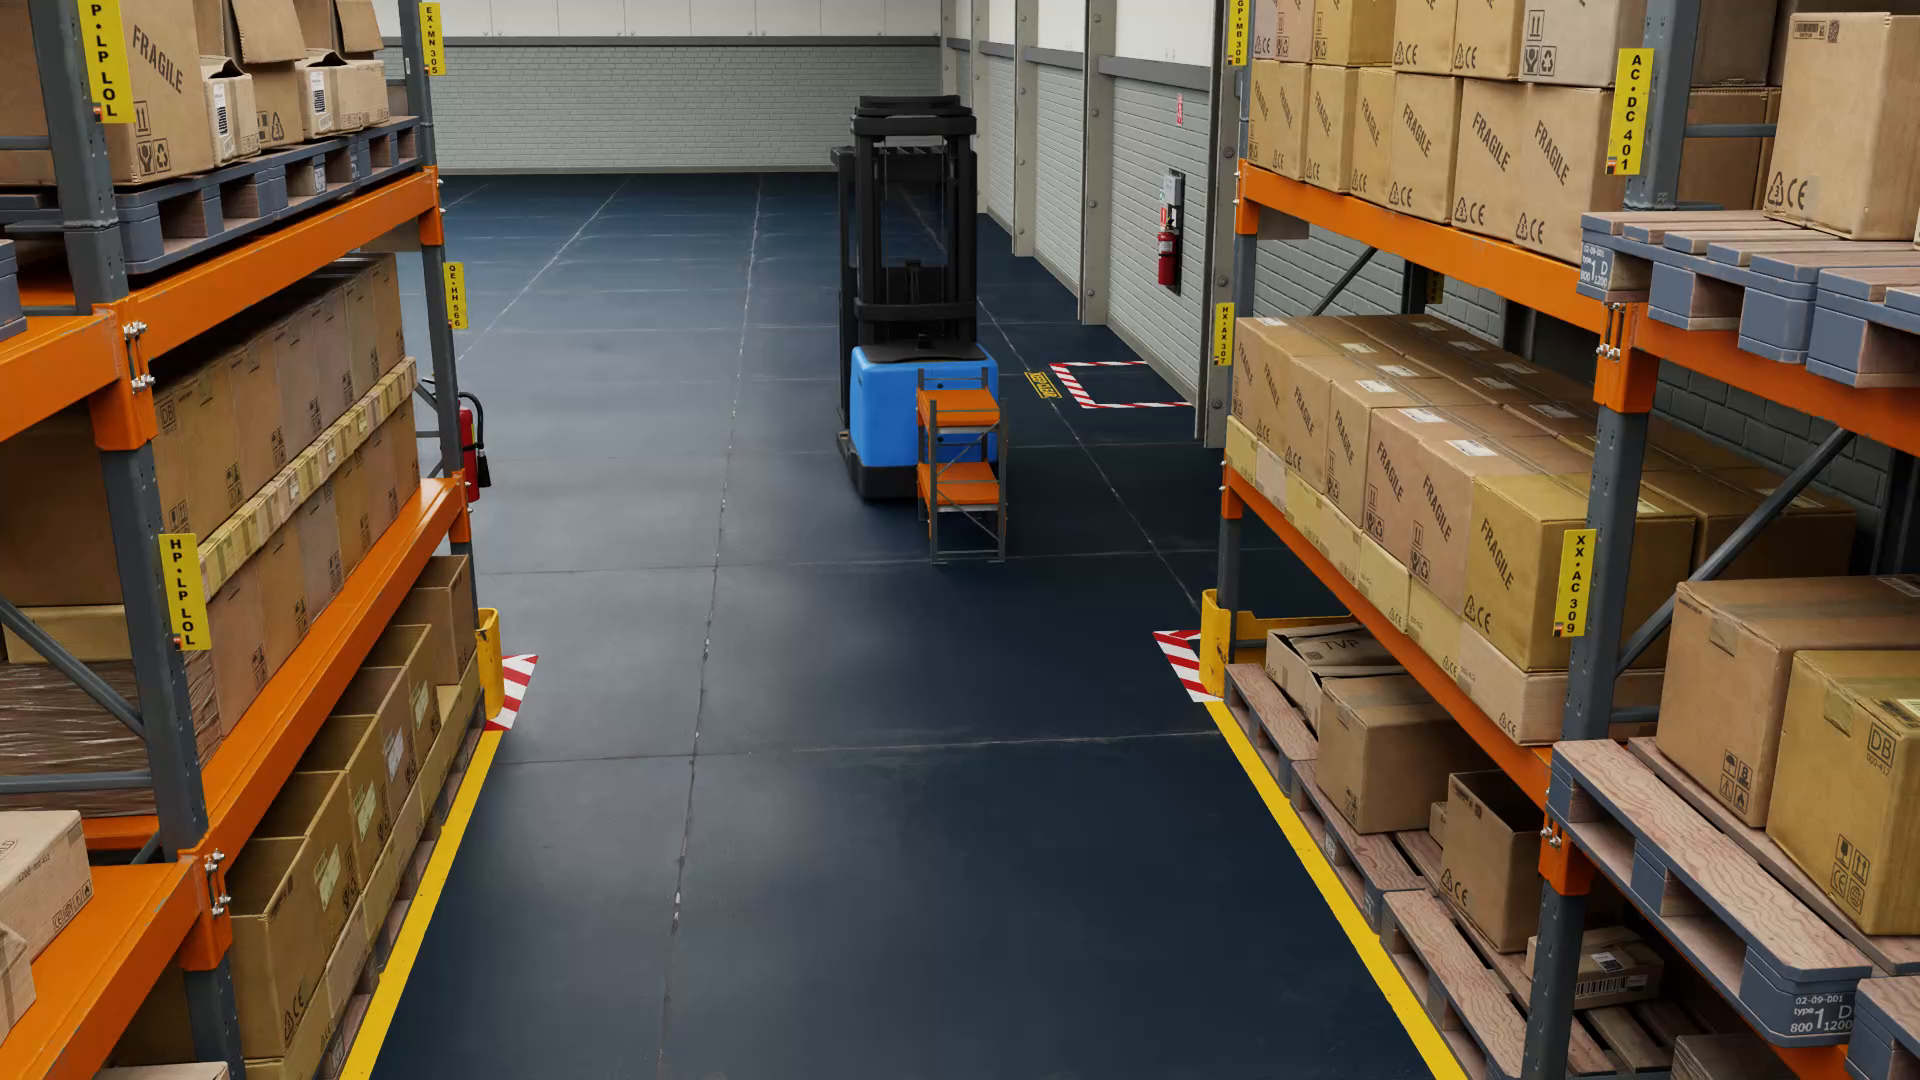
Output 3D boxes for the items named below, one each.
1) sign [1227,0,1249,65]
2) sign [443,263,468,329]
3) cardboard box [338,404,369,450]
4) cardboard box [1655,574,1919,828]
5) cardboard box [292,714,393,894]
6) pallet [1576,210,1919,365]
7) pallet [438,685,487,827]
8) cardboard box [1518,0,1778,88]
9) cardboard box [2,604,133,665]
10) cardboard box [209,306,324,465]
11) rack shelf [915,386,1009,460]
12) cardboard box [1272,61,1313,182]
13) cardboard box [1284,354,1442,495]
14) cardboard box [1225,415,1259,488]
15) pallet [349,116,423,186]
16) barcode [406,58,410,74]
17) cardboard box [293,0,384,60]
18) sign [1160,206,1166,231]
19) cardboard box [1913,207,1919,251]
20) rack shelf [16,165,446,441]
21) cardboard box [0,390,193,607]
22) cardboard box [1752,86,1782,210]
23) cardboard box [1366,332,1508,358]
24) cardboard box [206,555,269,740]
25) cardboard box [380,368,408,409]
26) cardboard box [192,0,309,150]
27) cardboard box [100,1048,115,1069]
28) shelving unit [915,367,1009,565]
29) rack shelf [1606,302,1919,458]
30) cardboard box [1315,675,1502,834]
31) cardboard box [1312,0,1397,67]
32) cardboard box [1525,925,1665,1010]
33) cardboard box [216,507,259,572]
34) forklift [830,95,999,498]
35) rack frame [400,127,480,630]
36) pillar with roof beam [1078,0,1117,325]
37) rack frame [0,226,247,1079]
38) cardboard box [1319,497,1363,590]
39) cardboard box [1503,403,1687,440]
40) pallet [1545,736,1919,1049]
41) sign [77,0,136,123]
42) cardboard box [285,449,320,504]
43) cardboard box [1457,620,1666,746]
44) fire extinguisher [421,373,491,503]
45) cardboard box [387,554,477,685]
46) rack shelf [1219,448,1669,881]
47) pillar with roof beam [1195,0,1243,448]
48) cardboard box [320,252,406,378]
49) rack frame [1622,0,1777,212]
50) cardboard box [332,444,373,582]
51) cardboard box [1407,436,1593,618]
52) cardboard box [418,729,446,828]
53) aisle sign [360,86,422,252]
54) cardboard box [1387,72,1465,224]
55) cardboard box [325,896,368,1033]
[{"bbox_3d":[1.372,-2.503,8.174,0.100,0.325,0.005,-2,18,-6],"label":"sign"},{"bbox_3d":[-2.474,-1.195,8.148,0.100,0.325,0.005,-2,18,-6],"label":"sign"},{"bbox_3d":[-2.680,-0.459,6.882,0.380,0.149,0.250,-1,17,-4],"label":"cardboard box"},{"bbox_3d":[2.343,0.415,4.445,0.700,0.500,0.500,-2,18,-5],"label":"cardboard box"},{"bbox_3d":[-2.442,0.982,6.178,0.500,0.500,0.500,-2,18,-6],"label":"cardboard box"},{"bbox_3d":[2.282,-0.634,3.995,1.213,0.211,1.003,-2,18,-6],"label":"pallet"},{"bbox_3d":[-2.895,1.040,8.013,1.003,0.211,1.213,-2,18,-6],"label":"pallet"},{"bbox_3d":[2.003,-1.586,4.844,0.500,0.500,0.500,-3,18,-10],"label":"cardboard box"},{"bbox_3d":[-2.438,0.231,4.683,0.380,0.149,0.250,-2,18,-6],"label":"cardboard box"},{"bbox_3d":[-2.810,-0.573,6.161,0.700,0.500,0.500,-2,18,-6],"label":"cardboard box"},{"bbox_3d":[0.001,-0.814,11.414,0.538,0.278,1.000,-2,18,-6],"label":"rack shelf"},{"bbox_3d":[1.717,-1.891,7.486,0.500,0.500,0.500,-1,17,-2],"label":"cardboard box"},{"bbox_3d":[1.750,-0.514,7.272,0.500,0.500,0.500,-2,18,-7],"label":"cardboard box"},{"bbox_3d":[1.646,-0.454,8.333,0.500,0.250,0.500,-2,18,-7],"label":"cardboard box"},{"bbox_3d":[-2.968,-1.695,7.207,1.003,0.211,1.213,-2,18,-6],"label":"pallet"},{"bbox_3d":[-2.504,-2.150,7.542,0.001,0.075,0.075,-2,18,-6],"label":"barcode"},{"bbox_3d":[-2.960,-2.094,7.223,0.797,0.503,0.637,-1,17,-2],"label":"cardboard box"},{"bbox_3d":[2.054,-3.200,16.801,0.001,0.329,0.234,-2,18,-6],"label":"sign"},{"bbox_3d":[2.364,-0.720,3.402,0.500,0.311,0.500,-1,17,-4],"label":"cardboard box"},{"bbox_3d":[-2.809,-1.009,6.077,1.077,0.370,4.000,-2,18,-6],"label":"rack shelf"},{"bbox_3d":[-2.655,-0.124,4.732,0.700,0.500,0.500,-2,18,-5],"label":"cardboard box"},{"bbox_3d":[2.524,-1.122,5.035,0.500,0.500,0.500,-1,17,-4],"label":"cardboard box"},{"bbox_3d":[2.214,-0.683,7.810,0.500,0.500,0.500,-2,17,-5],"label":"cardboard box"},{"bbox_3d":[-2.716,0.338,5.426,0.700,0.500,0.500,-2,18,-6],"label":"cardboard box"},{"bbox_3d":[-2.758,-0.689,7.613,0.380,0.149,0.250,-1,17,-4],"label":"cardboard box"},{"bbox_3d":[-2.647,-1.568,5.548,0.797,0.503,0.637,0,17,0],"label":"cardboard box"},{"bbox_3d":[-2.868,1.655,5.289,0.500,0.250,0.500,-2,18,-6],"label":"cardboard box"},{"bbox_3d":[0.001,-0.535,11.502,0.538,1.125,1.048,-2,18,-6],"label":"shelving unit"},{"bbox_3d":[2.530,0.028,2.773,1.077,0.370,4.000,-2,18,-6],"label":"rack shelf"},{"bbox_3d":[1.978,0.910,7.209,0.700,0.500,0.500,-3,18,-9],"label":"cardboard box"},{"bbox_3d":[1.775,-2.211,6.835,0.500,0.500,0.500,-1,17,-4],"label":"cardboard box"},{"bbox_3d":[2.239,1.504,5.875,0.380,0.166,0.250,-4,18,-13],"label":"cardboard box"},{"bbox_3d":[-2.521,0.002,5.415,0.380,0.149,0.250,-2,18,-6],"label":"cardboard box"},{"bbox_3d":[-0.448,-2.109,13.501,1.130,2.935,3.031,-3,18,-9],"label":"forklift"},{"bbox_3d":[-3.015,-0.517,8.317,1.000,3.000,0.127,-2,18,-6],"label":"rack frame"},{"bbox_3d":[-2.676,-6.794,18.295,9.100,9.000,0.400,-2,18,-6],"label":"pillar with roof beam"},{"bbox_3d":[-2.603,0.674,4.521,1.000,3.000,0.127,-2,18,-6],"label":"rack frame"},{"bbox_3d":[1.810,0.003,6.878,0.500,0.250,0.500,-2,18,-5],"label":"cardboard box"},{"bbox_3d":[2.388,-0.225,6.351,0.500,0.500,0.500,-1,17,-4],"label":"cardboard box"},{"bbox_3d":[2.258,0.844,4.301,1.003,0.211,1.213,-2,18,-6],"label":"pallet"},{"bbox_3d":[-2.064,-1.173,4.010,0.100,0.325,0.005,-2,18,-6],"label":"sign"},{"bbox_3d":[-2.601,-0.230,6.153,0.380,0.149,0.250,-2,18,-6],"label":"cardboard box"},{"bbox_3d":[1.974,0.451,5.451,0.500,0.250,0.500,-2,18,-6],"label":"cardboard box"},{"bbox_3d":[-2.565,-0.530,8.487,0.296,0.674,0.183,-2,18,-6],"label":"fire extinguisher"},{"bbox_3d":[-2.664,0.387,8.074,0.500,0.500,0.500,-2,18,-6],"label":"cardboard box"},{"bbox_3d":[2.118,0.268,7.018,1.077,0.370,4.000,-2,18,-6],"label":"rack shelf"},{"bbox_3d":[-2.057,-5.006,12.601,9.100,9.000,0.400,-2,18,-6],"label":"pillar with roof beam"},{"bbox_3d":[-2.974,-1.029,7.613,0.700,0.500,0.500,-2,18,-5],"label":"cardboard box"},{"bbox_3d":[2.324,-2.342,4.113,1.000,3.000,0.127,-2,18,-6],"label":"rack frame"},{"bbox_3d":[-2.875,-0.121,6.888,0.700,0.500,0.500,-2,18,-5],"label":"cardboard box"},{"bbox_3d":[1.911,-0.055,5.811,0.500,0.500,0.500,-2,18,-6],"label":"cardboard box"},{"bbox_3d":[-2.549,1.042,7.239,0.500,0.250,0.500,-2,18,-6],"label":"cardboard box"},{"bbox_3d":[-2.730,-1.786,8.019,0.394,0.787,0.004,-2,18,-6],"label":"aisle sign"},{"bbox_3d":[1.892,-1.426,6.003,0.500,0.500,0.500,-2,18,-8],"label":"cardboard box"},{"bbox_3d":[-2.395,1.489,5.815,0.500,0.250,0.500,-2,18,-6],"label":"cardboard box"}]
